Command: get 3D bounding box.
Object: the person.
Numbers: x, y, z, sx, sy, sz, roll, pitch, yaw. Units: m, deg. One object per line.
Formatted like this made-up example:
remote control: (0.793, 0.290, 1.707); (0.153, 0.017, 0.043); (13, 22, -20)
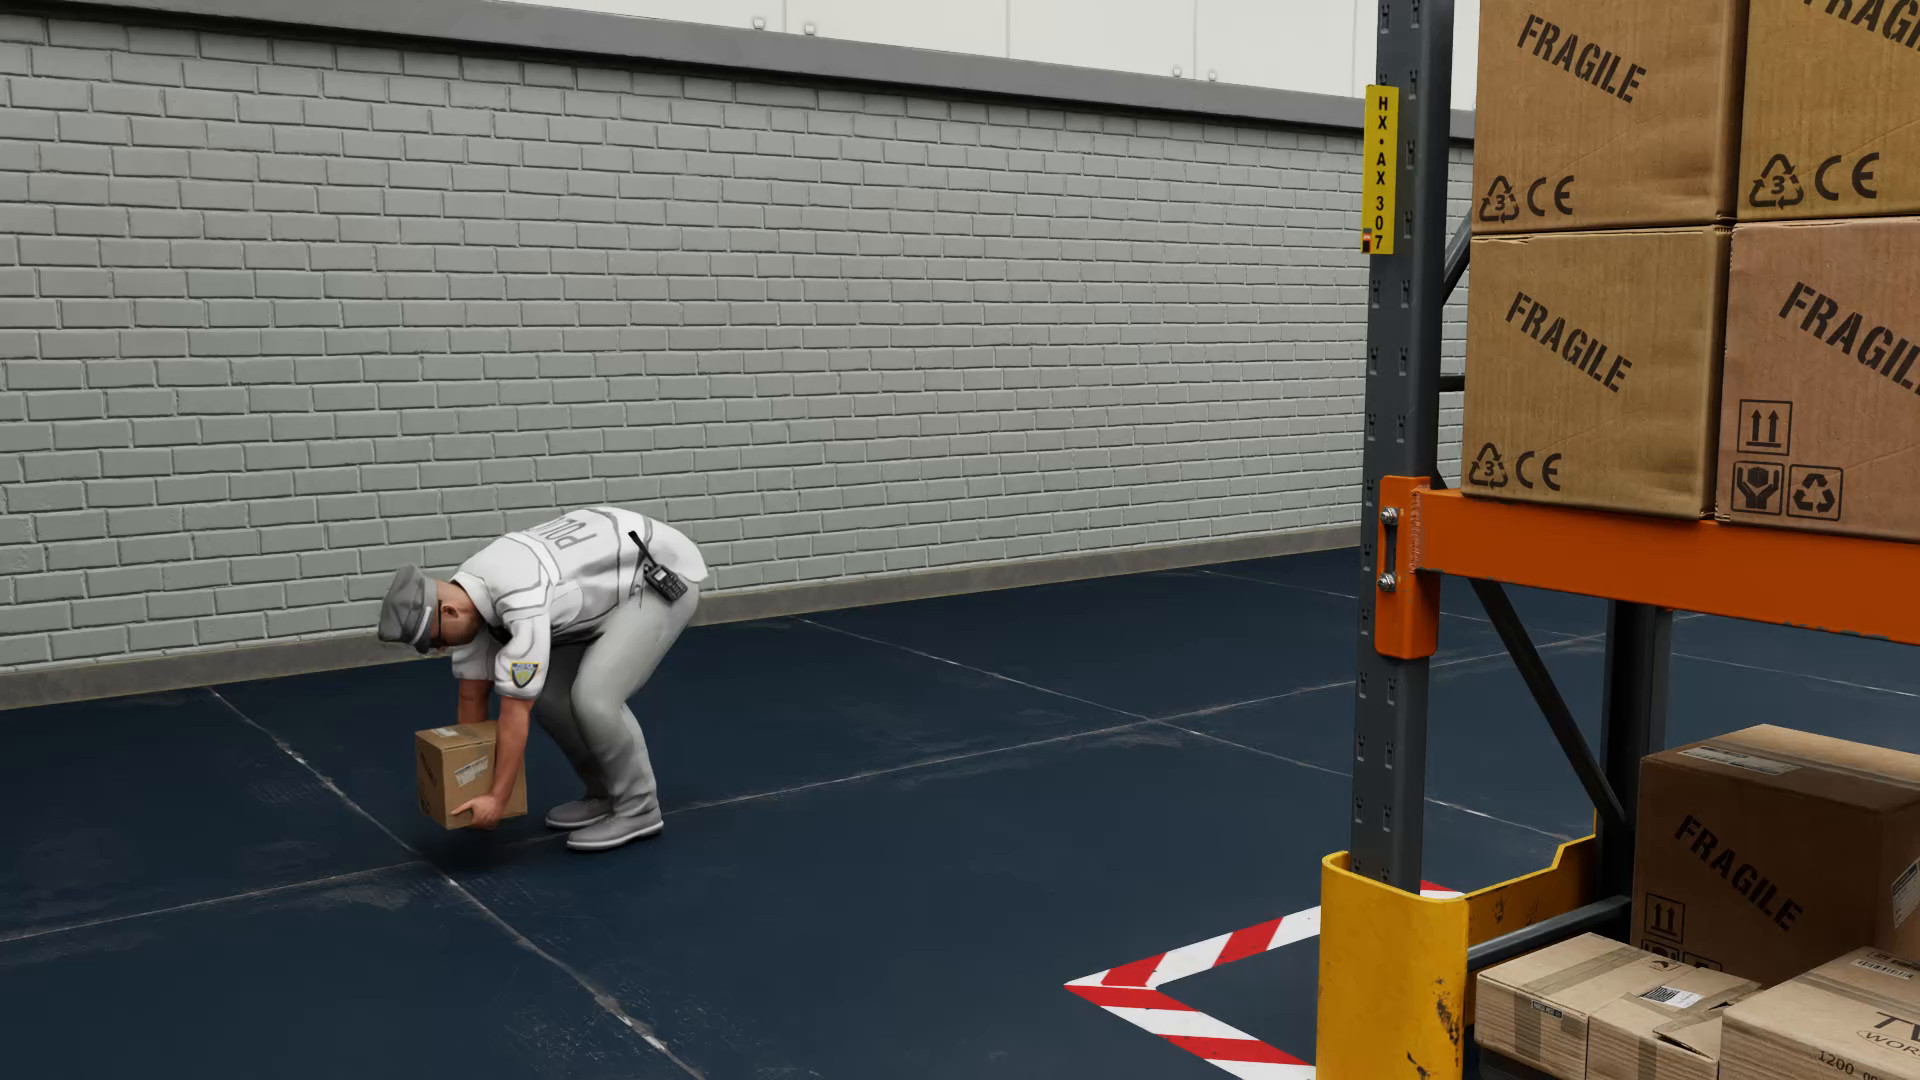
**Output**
person: (-1.287, 0.438, 5.179); (1.036, 1.046, 0.509); (-6, 10, -39)
